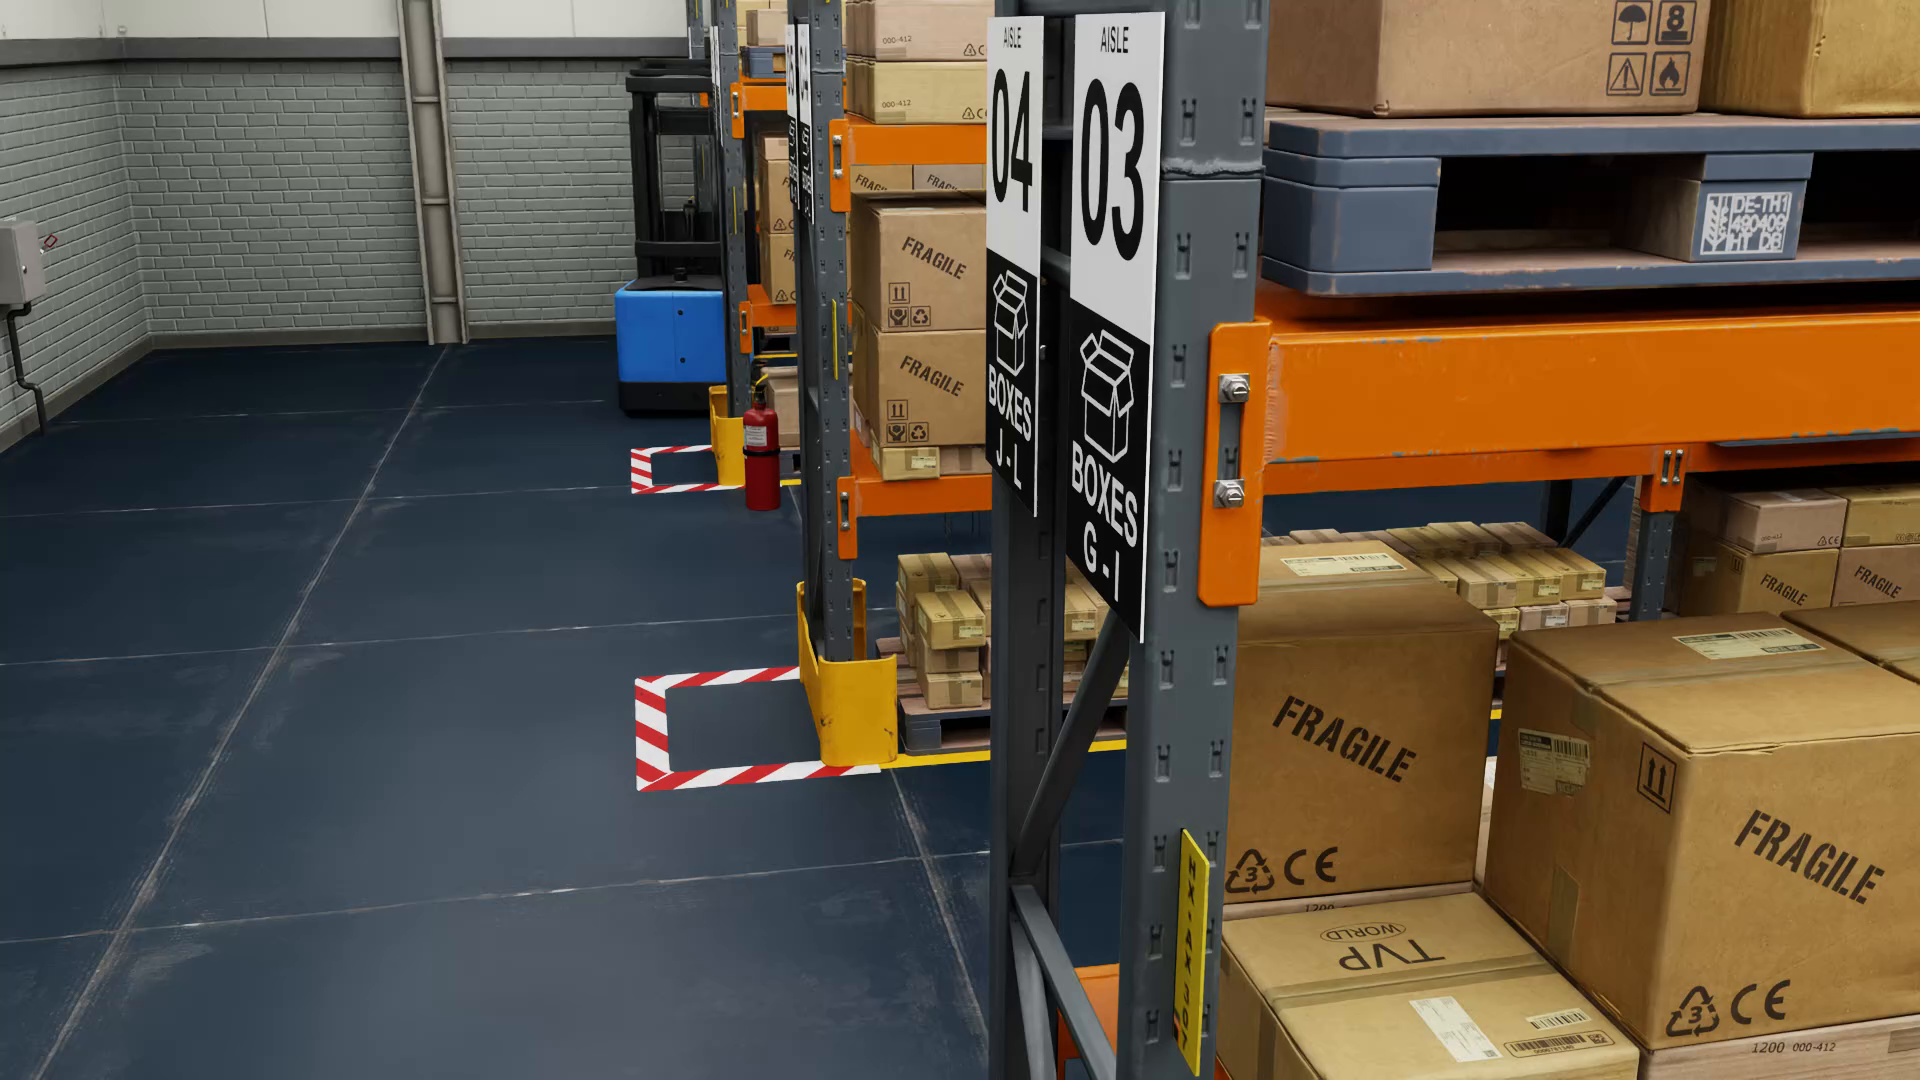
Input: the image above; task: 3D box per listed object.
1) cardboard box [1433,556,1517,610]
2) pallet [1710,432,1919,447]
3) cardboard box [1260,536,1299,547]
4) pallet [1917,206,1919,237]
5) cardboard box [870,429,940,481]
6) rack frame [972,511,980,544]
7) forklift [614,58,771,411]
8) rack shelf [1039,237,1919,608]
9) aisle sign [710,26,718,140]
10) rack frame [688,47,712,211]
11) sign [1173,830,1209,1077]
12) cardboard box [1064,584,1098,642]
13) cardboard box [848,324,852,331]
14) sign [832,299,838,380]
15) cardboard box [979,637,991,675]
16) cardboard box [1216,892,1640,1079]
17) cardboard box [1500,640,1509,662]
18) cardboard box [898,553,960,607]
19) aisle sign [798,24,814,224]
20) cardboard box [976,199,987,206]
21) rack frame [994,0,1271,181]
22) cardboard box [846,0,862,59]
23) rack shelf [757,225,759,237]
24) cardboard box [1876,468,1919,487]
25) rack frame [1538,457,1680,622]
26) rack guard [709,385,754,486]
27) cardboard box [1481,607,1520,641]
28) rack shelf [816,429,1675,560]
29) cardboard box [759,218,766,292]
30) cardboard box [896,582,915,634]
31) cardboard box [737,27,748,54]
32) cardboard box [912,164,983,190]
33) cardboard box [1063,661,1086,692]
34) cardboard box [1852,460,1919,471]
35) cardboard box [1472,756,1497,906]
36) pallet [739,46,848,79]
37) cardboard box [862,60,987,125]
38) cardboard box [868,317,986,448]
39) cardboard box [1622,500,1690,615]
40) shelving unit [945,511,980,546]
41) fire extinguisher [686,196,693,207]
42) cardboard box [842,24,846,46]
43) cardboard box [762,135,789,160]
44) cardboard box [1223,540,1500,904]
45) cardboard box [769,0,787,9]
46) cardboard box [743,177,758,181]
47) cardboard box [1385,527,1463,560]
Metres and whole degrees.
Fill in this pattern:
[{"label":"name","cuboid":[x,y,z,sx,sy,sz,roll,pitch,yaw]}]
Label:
[{"label":"cardboard box","cuboid":[2.514,0.210,8.147,0.250,0.149,0.380,-3,17,-11]},{"label":"pallet","cuboid":[4.078,-0.713,8.352,1.213,0.211,1.003,-3,17,-10]},{"label":"cardboard box","cuboid":[1.633,0.110,8.472,0.250,0.149,0.380,-4,18,-13]},{"label":"pallet","cuboid":[2.141,-0.651,2.865,1.213,0.211,1.003,-3,17,-10]},{"label":"cardboard box","cuboid":[-0.247,-0.385,7.385,0.250,0.149,0.380,-3,17,-11]},{"label":"rack frame","cuboid":[0.104,-0.579,10.655,0.006,1.200,0.240,-3,17,-10]},{"label":"forklift","cuboid":[-2.371,-2.886,15.217,1.130,2.935,3.031,0,17,1]},{"label":"rack shelf","cuboid":[2.178,-0.348,2.951,4.000,0.370,1.077,-3,17,-10]},{"label":"aisle sign","cuboid":[-1.795,-3.331,12.121,0.004,0.787,0.394,-3,17,-10]},{"label":"rack frame","cuboid":[-2.611,-3.434,16.882,0.127,3.000,1.000,-3,17,-10]},{"label":"sign","cuboid":[0.314,0.562,2.262,0.005,0.325,0.100,-3,17,-10]},{"label":"cardboard box","cuboid":[0.471,0.338,7.731,0.250,0.149,0.380,-3,17,-11]},{"label":"cardboard box","cuboid":[-1.146,-2.483,17.328,0.500,0.500,0.700,-3,17,-8]},{"label":"sign","cuboid":[-0.524,-0.839,6.960,0.005,0.325,0.100,-3,17,-10]},{"label":"cardboard box","cuboid":[0.215,0.484,7.761,0.250,0.149,0.380,-3,17,-11]},{"label":"cardboard box","cuboid":[0.737,0.834,2.735,0.500,0.250,0.500,-4,17,-12]},{"label":"cardboard box","cuboid":[2.709,0.468,8.319,0.250,0.149,0.380,-3,17,-9]},{"label":"cardboard box","cuboid":[-0.156,0.193,8.200,0.250,0.149,0.380,-3,17,-10]},{"label":"aisle sign","cuboid":[-0.642,-1.734,6.920,0.004,0.787,0.394,-3,17,-10]},{"label":"cardboard box","cuboid":[0.358,-1.228,7.321,0.500,0.500,0.500,-3,17,-9]},{"label":"rack frame","cuboid":[0.214,-2.014,2.042,0.127,3.000,1.000,-3,17,-10]},{"label":"cardboard box","cuboid":[-0.223,-2.282,7.427,0.500,0.250,0.500,-4,17,-12]},{"label":"rack shelf","cuboid":[-0.647,-3.201,17.351,4.000,0.370,1.077,-3,17,-10]},{"label":"cardboard box","cuboid":[5.100,-0.191,8.591,0.500,0.250,0.500,-3,17,-8]},{"label":"rack frame","cuboid":[3.300,-0.804,8.322,0.127,3.000,1.000,-3,17,-10]},{"label":"rack guard","cuboid":[-1.689,-0.807,12.587,0.348,0.500,1.175,-3,17,-10]},{"label":"cardboard box","cuboid":[2.528,0.363,8.154,0.250,0.149,0.380,-4,17,-12]},{"label":"rack shelf","cuboid":[1.336,-0.349,8.065,4.000,0.370,1.077,-3,17,-10]},{"label":"cardboard box","cuboid":[-1.242,-2.154,12.546,0.500,0.500,0.500,-3,17,-10]},{"label":"cardboard box","cuboid":[-0.163,0.327,8.274,0.250,0.149,0.380,-4,17,-12]},{"label":"cardboard box","cuboid":[-2.123,-4.884,16.244,0.500,0.250,0.500,-3,17,-11]},{"label":"cardboard box","cuboid":[-0.130,-2.535,12.083,0.500,0.500,0.500,-3,17,-11]},{"label":"cardboard box","cuboid":[0.432,0.589,7.924,0.250,0.149,0.380,-3,17,-10]},{"label":"cardboard box","cuboid":[5.007,-0.341,9.080,0.500,0.250,0.500,-4,18,-13]},{"label":"cardboard box","cuboid":[1.138,0.652,3.330,0.500,0.250,0.500,-4,17,-11]},{"label":"pallet","cuboid":[-0.939,-3.439,11.941,1.213,0.211,1.003,-3,17,-10]},{"label":"cardboard box","cuboid":[-0.138,-1.895,7.020,0.500,0.250,0.500,-3,17,-8]},{"label":"cardboard box","cuboid":[-0.134,-0.717,7.360,0.500,0.500,0.500,-2,17,-8]},{"label":"cardboard box","cuboid":[3.979,0.076,8.998,0.500,0.500,0.500,-4,17,-11]},{"label":"shelving unit","cuboid":[0.014,-0.574,10.638,0.189,1.200,0.258,-3,17,-10]},{"label":"fire extinguisher","cuboid":[-2.668,-3.077,16.488,0.183,0.674,0.296,-3,17,-10]},{"label":"cardboard box","cuboid":[-0.844,-3.663,12.062,0.250,0.149,0.380,-5,18,-15]},{"label":"cardboard box","cuboid":[-1.265,-2.779,11.772,0.250,0.149,0.380,-3,17,-9]},{"label":"cardboard box","cuboid":[0.643,0.322,3.126,0.500,0.500,0.500,-3,17,-10]},{"label":"cardboard box","cuboid":[-1.625,-5.152,16.266,0.500,0.250,0.500,-3,17,-11]},{"label":"cardboard box","cuboid":[-2.210,-3.606,17.193,0.500,0.250,0.500,-3,17,-9]},{"label":"cardboard box","cuboid":[2.402,0.059,8.637,0.250,0.149,0.380,-3,17,-11]}]
